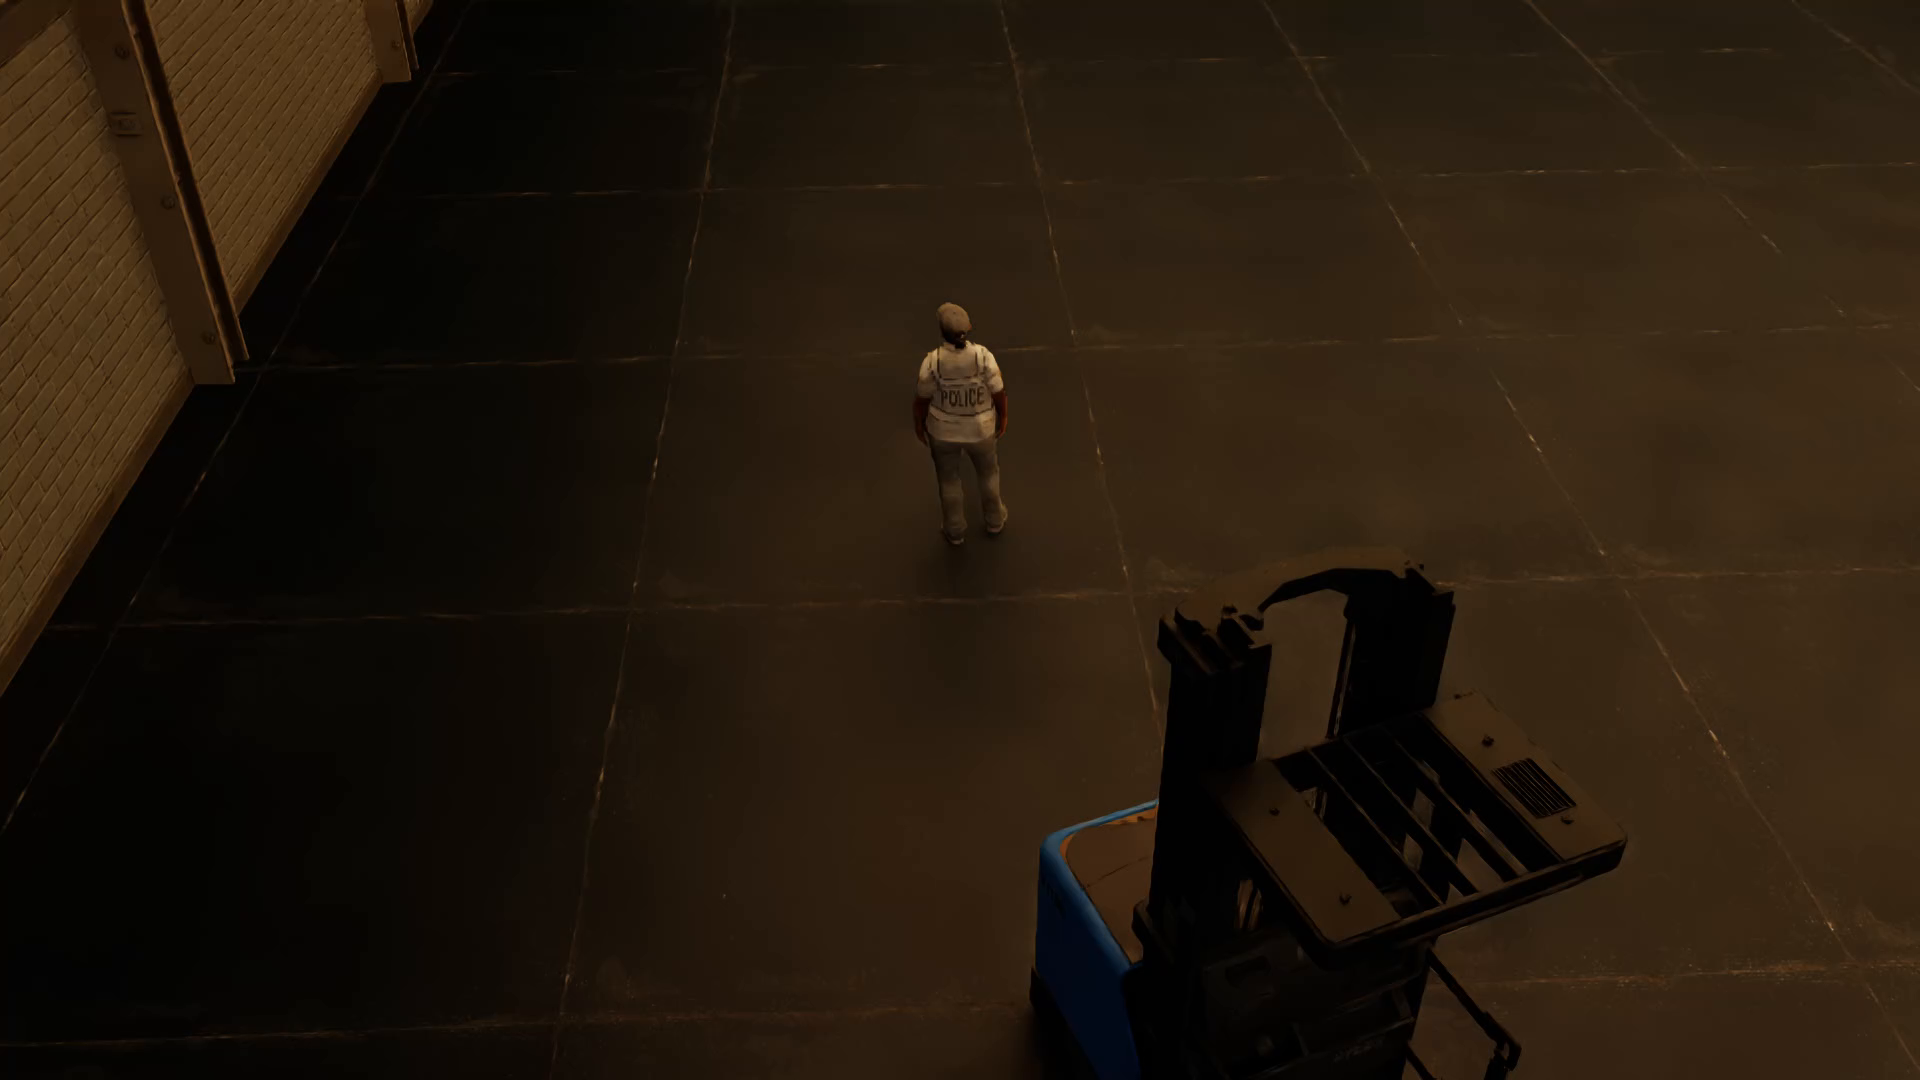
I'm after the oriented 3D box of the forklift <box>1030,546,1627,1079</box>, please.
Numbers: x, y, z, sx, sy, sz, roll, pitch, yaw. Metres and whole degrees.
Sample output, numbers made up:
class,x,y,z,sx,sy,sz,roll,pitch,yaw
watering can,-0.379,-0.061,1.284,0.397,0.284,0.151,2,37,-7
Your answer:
class,x,y,z,sx,sy,sz,roll,pitch,yaw
forklift,1.359,1.612,5.797,1.130,2.935,3.031,-14,38,-18

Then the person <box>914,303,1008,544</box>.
class,x,y,z,sx,sy,sz,roll,pitch,yaw
person,0.019,-0.725,10.068,0.598,1.669,0.529,-2,36,-2
